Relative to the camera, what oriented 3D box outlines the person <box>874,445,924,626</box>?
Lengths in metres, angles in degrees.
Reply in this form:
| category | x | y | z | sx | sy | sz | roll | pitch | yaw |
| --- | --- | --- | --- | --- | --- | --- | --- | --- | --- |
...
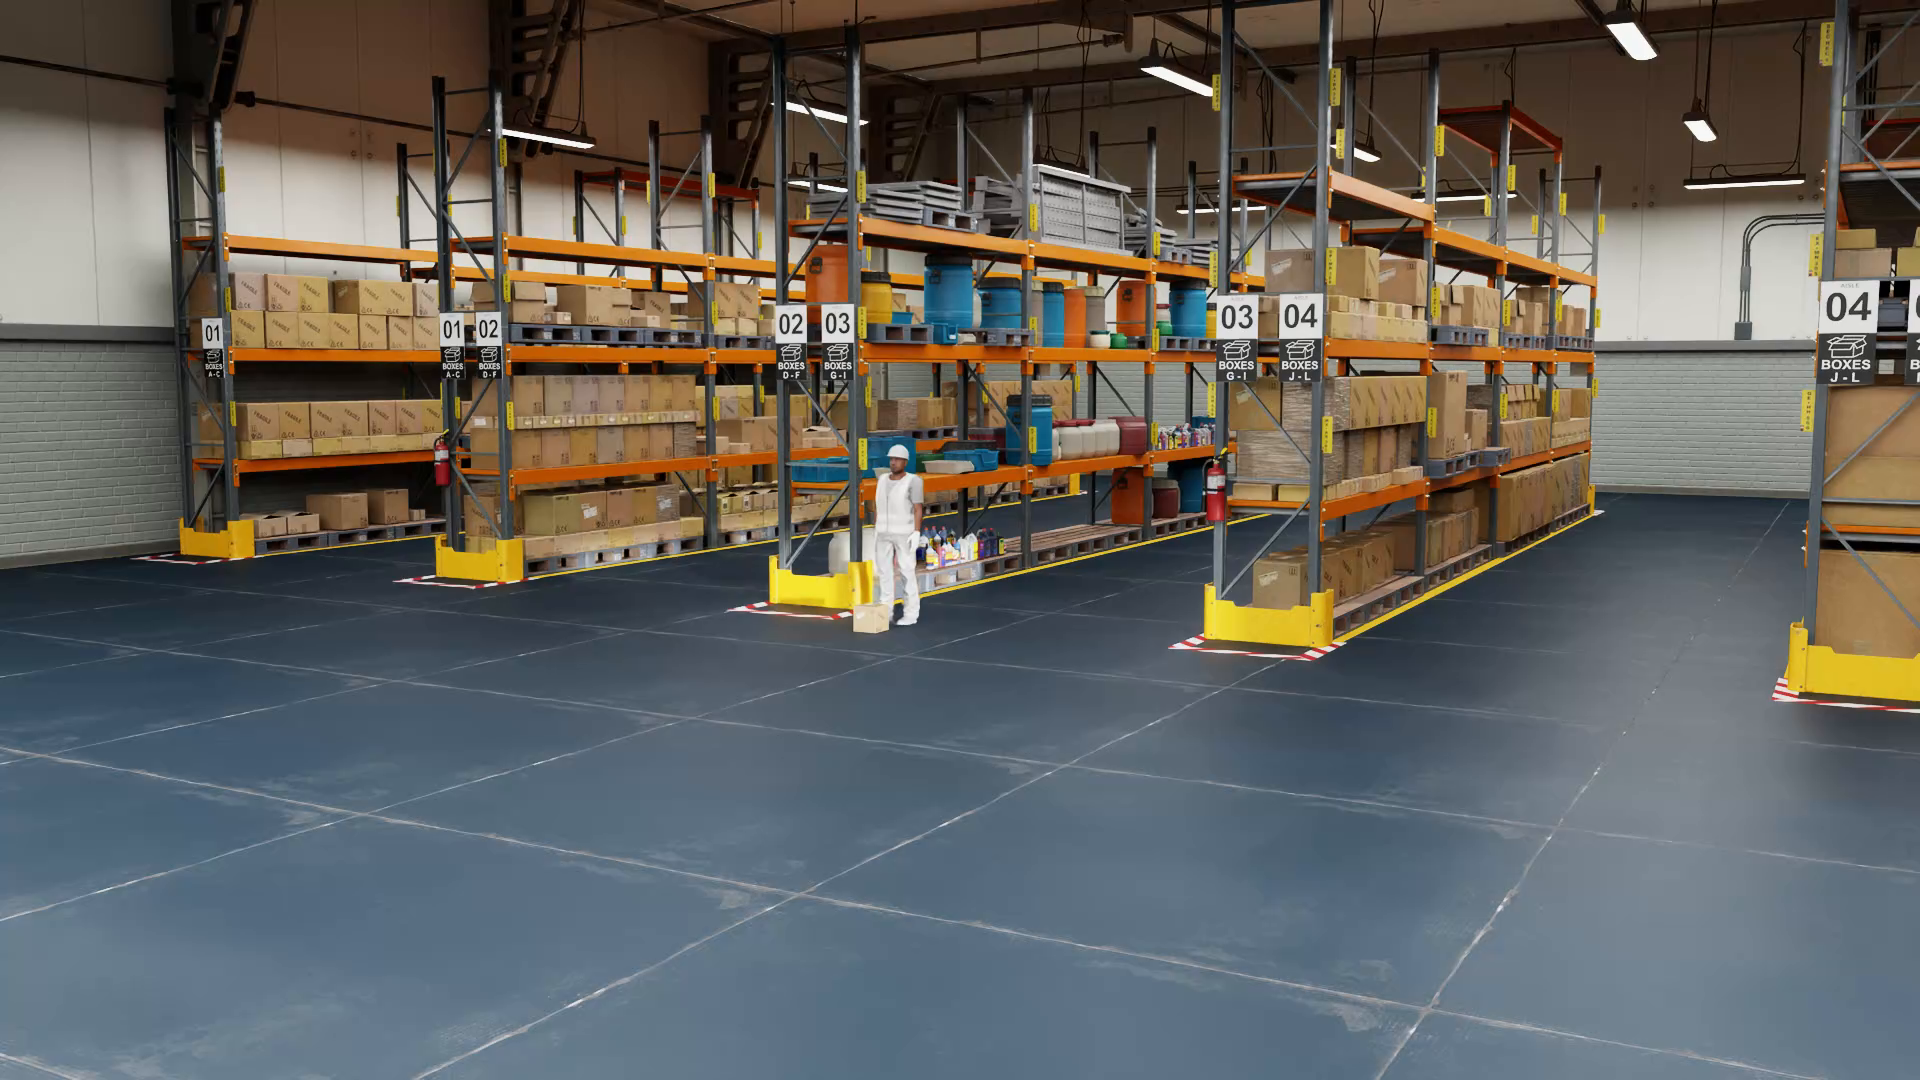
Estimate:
| category | x | y | z | sx | sy | sz | roll | pitch | yaw |
| --- | --- | --- | --- | --- | --- | --- | --- | --- | --- |
| person | -0.624 | -0.051 | 16.465 | 0.546 | 1.783 | 0.364 | 3 | 7 | 30 |
